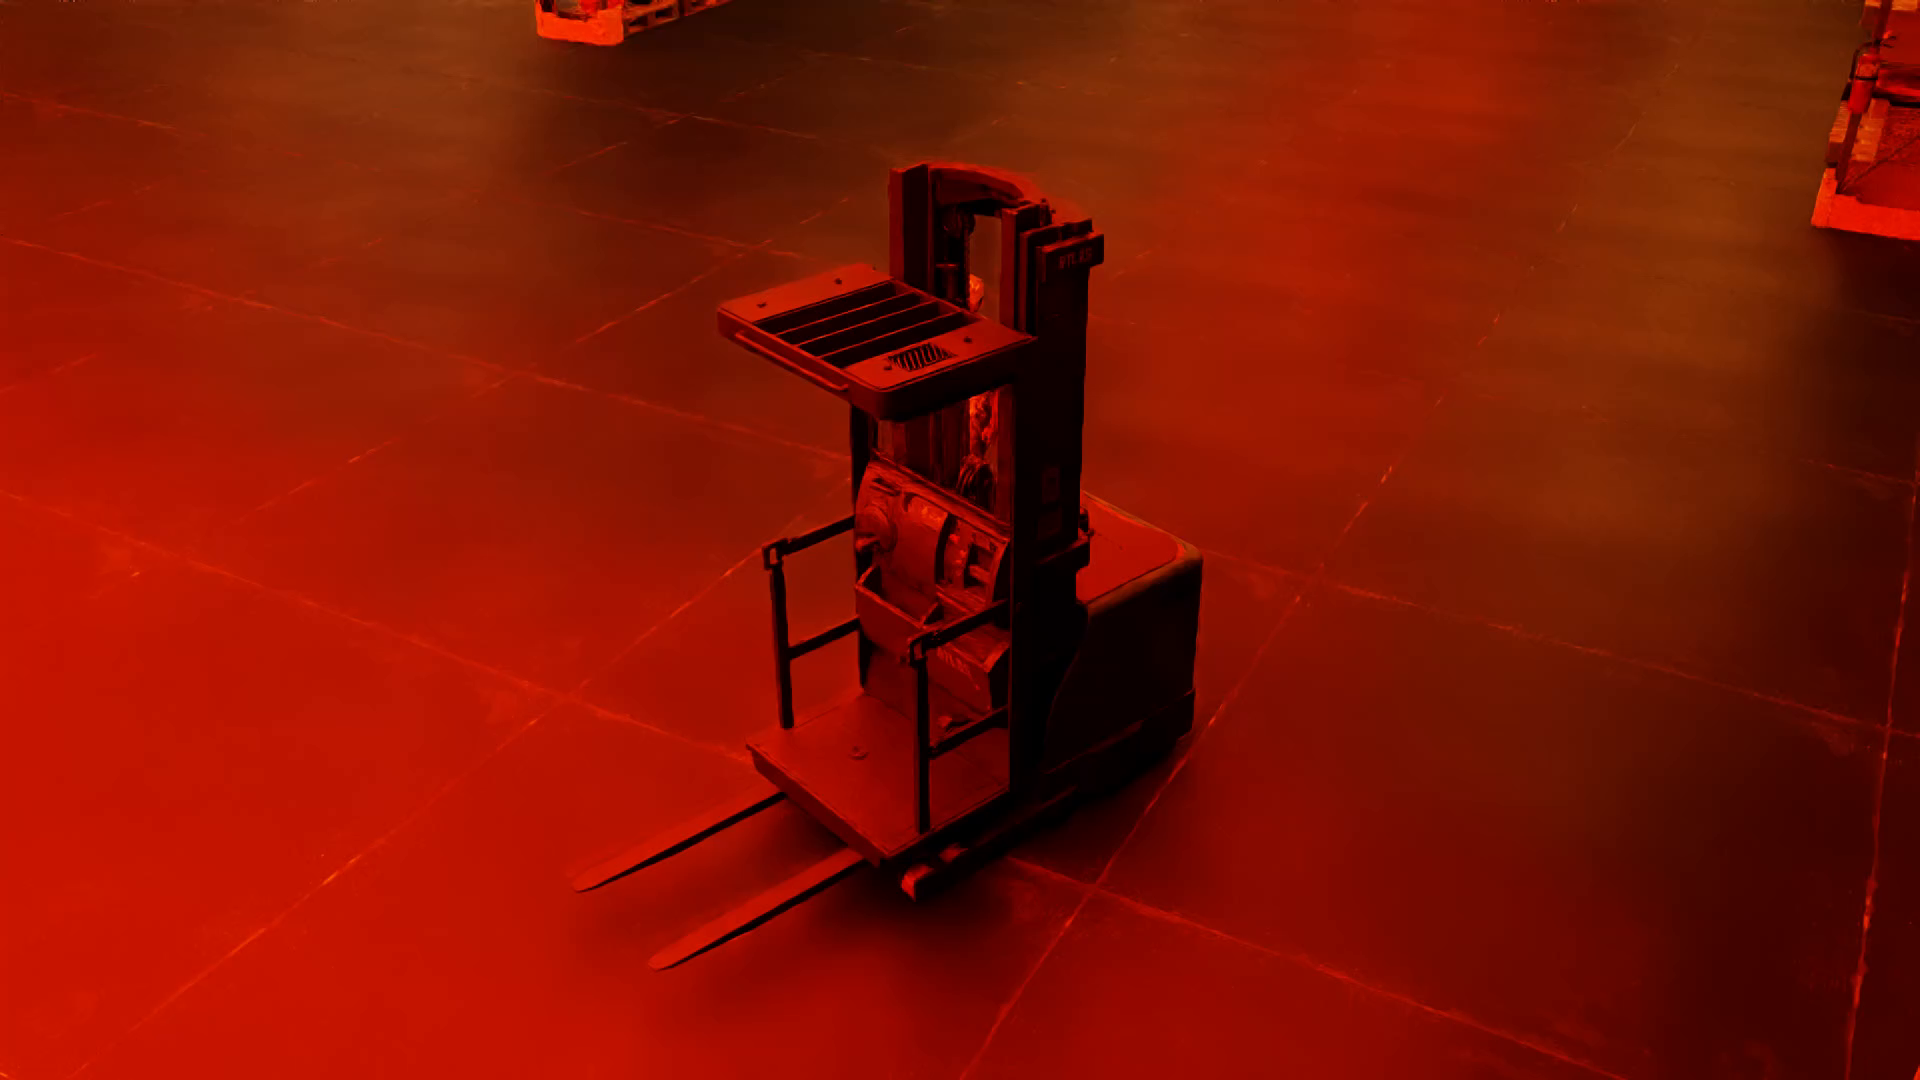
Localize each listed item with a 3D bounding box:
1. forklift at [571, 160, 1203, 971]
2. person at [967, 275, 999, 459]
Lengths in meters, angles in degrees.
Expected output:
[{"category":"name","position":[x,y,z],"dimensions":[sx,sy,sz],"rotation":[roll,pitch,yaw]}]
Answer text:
[{"category":"forklift","position":[-0.287,0.010,7.052],"dimensions":[3.031,2.935,1.130],"rotation":[-24,37,-35]},{"category":"person","position":[-0.057,-0.700,9.534],"dimensions":[0.598,1.669,0.529],"rotation":[15,33,25]}]
